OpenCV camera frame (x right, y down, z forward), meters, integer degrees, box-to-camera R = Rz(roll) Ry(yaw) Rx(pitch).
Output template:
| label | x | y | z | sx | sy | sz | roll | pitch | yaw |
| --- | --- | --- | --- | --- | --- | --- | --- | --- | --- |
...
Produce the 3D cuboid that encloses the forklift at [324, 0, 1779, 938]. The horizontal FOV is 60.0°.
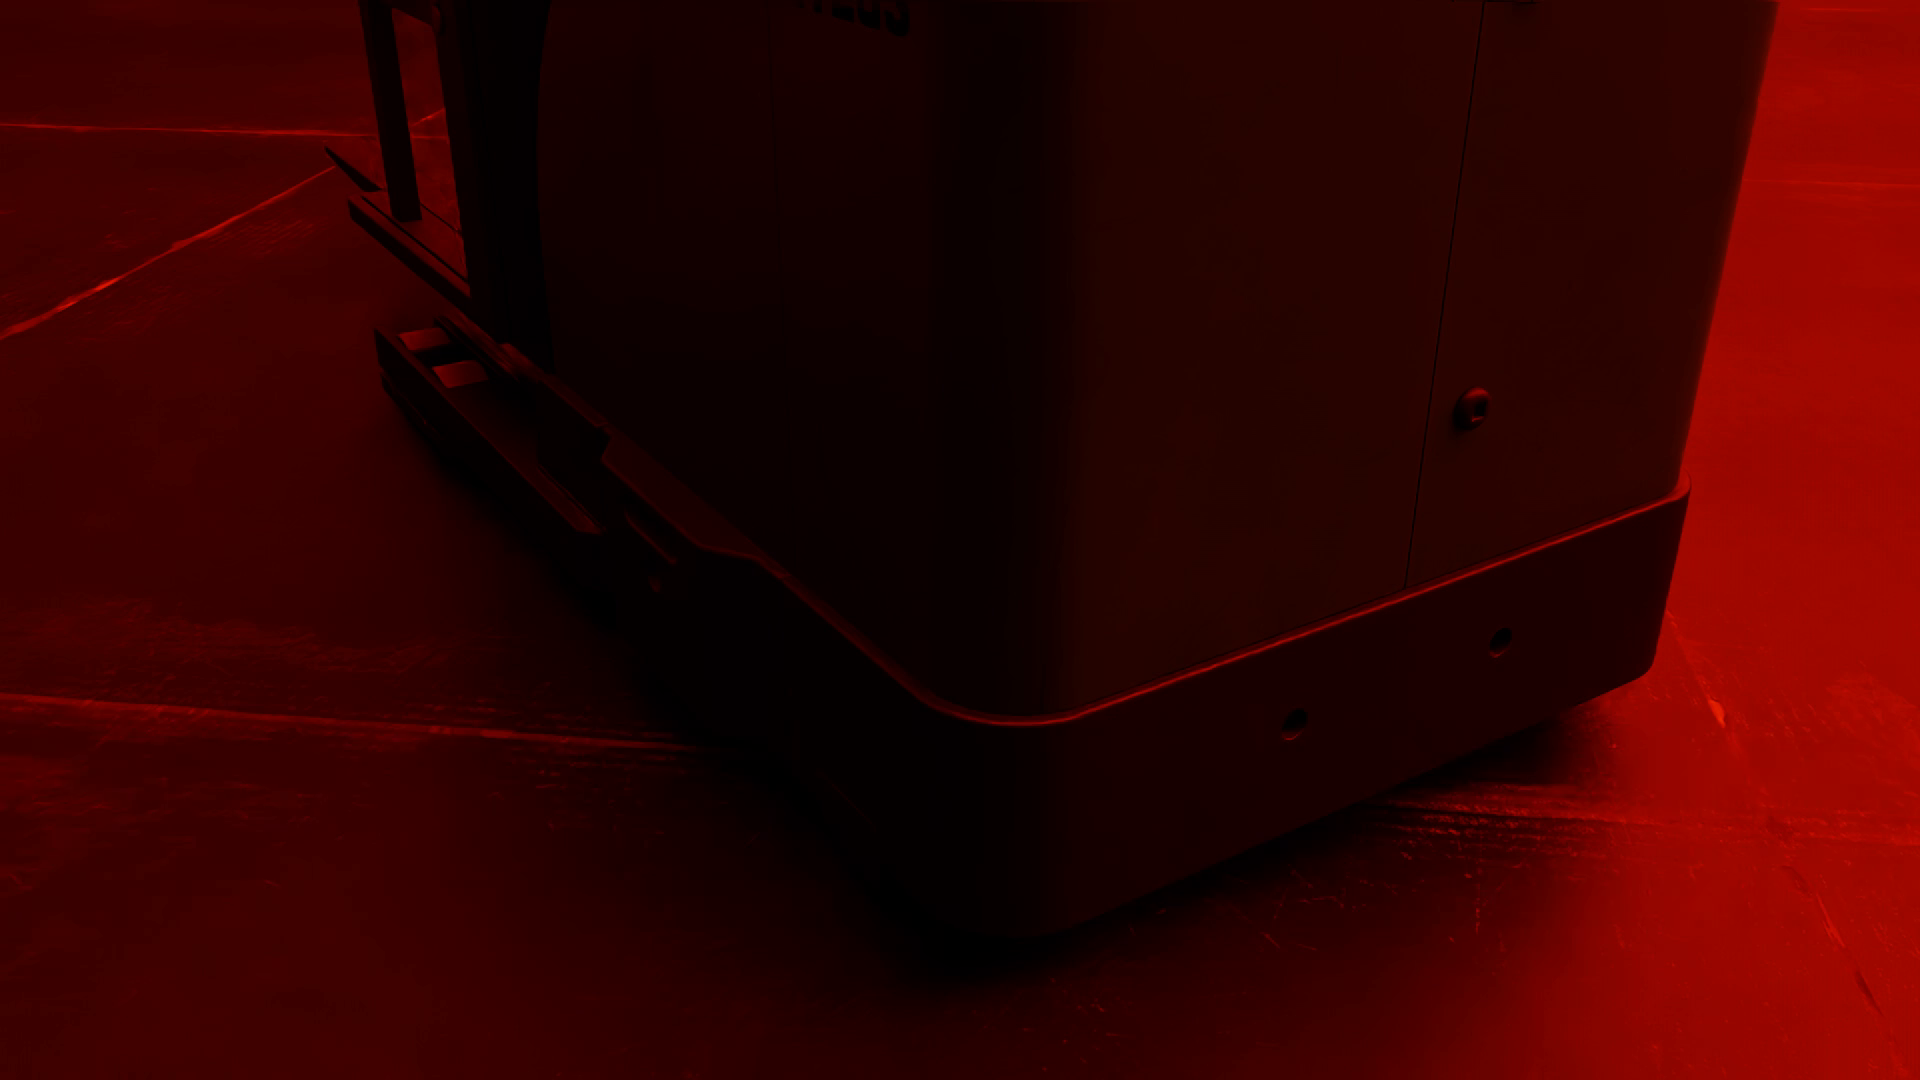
| label | x | y | z | sx | sy | sz | roll | pitch | yaw |
| --- | --- | --- | --- | --- | --- | --- | --- | --- | --- |
| forklift | -0.360 | -1.545 | 2.314 | 1.130 | 2.935 | 3.031 | -16 | 31 | -29 |
